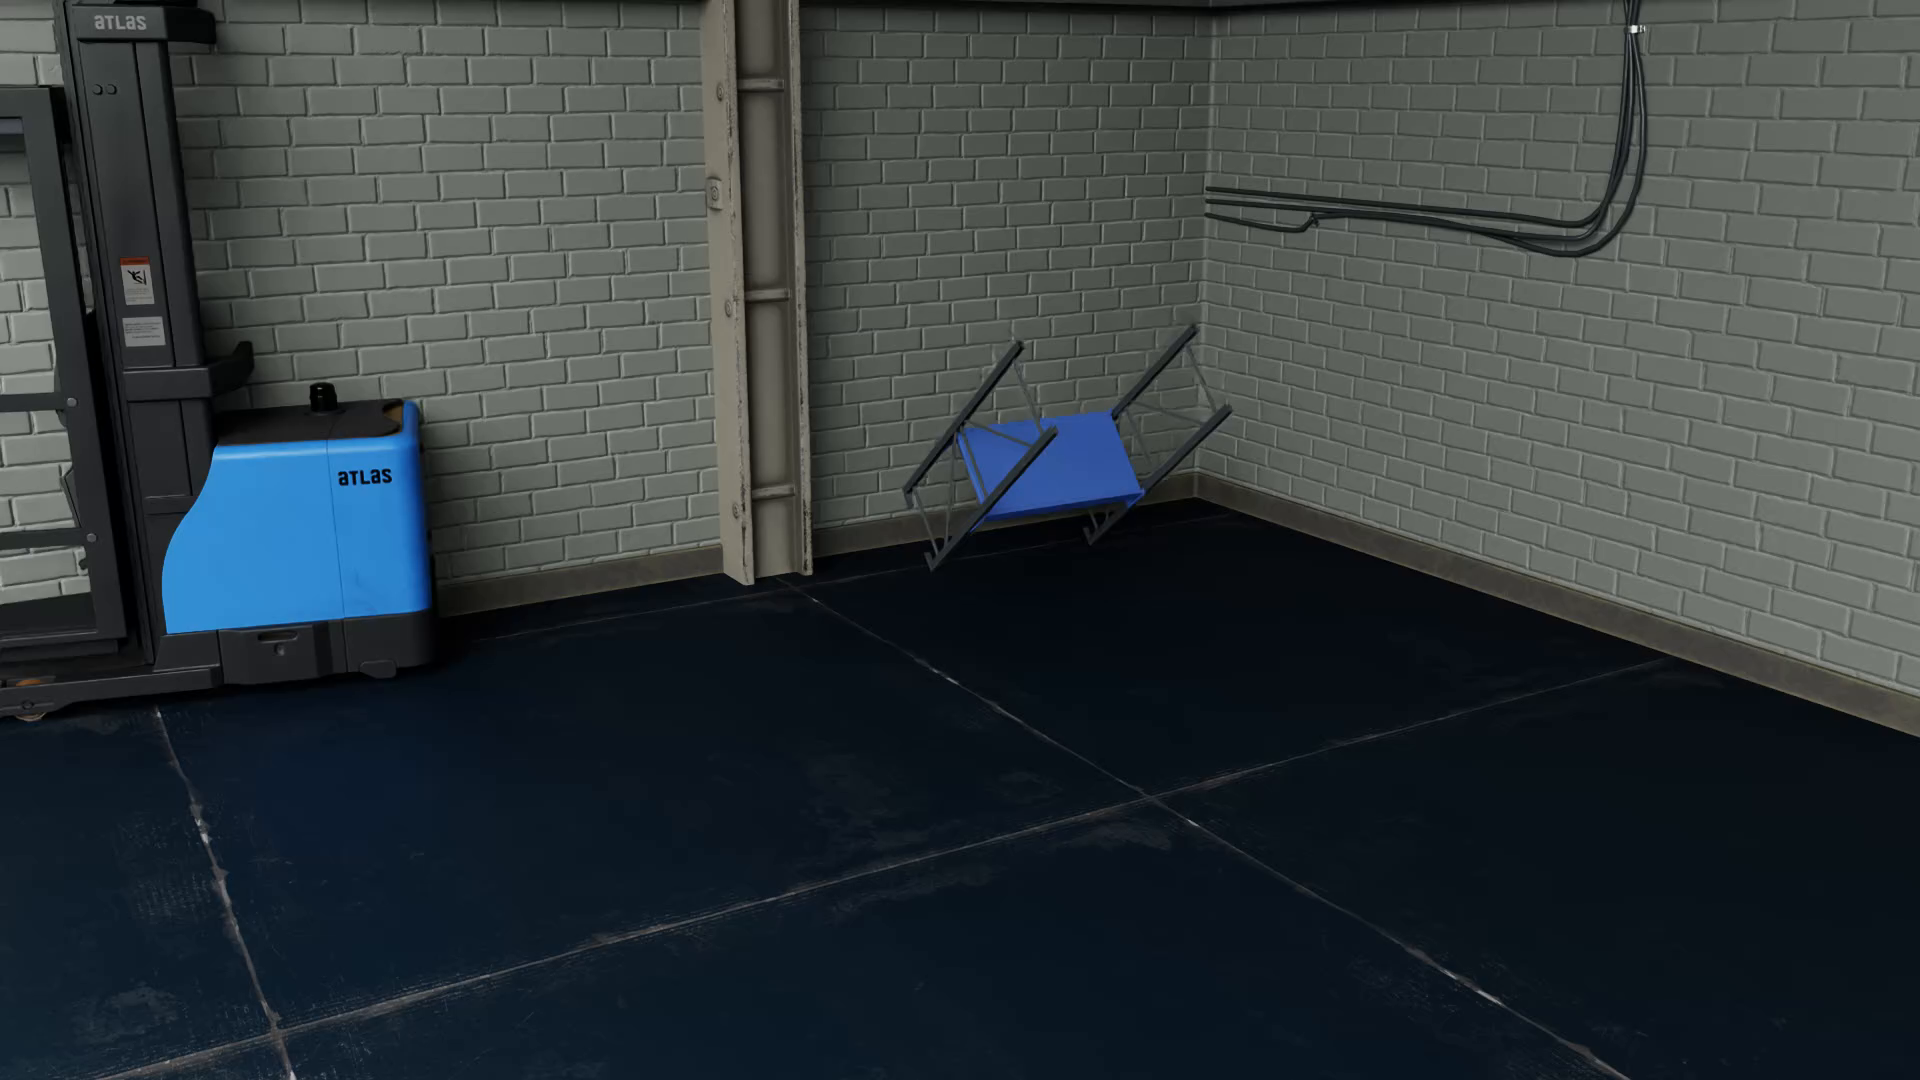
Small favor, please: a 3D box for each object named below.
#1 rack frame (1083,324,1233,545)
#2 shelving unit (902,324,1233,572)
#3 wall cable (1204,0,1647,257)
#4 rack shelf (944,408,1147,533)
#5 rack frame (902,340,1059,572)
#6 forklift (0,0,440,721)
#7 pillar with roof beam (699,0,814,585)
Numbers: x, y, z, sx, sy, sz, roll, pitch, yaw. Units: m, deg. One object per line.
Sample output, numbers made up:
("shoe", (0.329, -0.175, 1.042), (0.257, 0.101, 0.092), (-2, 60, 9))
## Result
("rack frame", (0.948, -0.521, 8.777), (0.032, 0.500, 1.500), (-9, -22, -29))
("shelving unit", (0.508, -0.452, 8.532), (1.048, 0.538, 1.500), (-9, -22, -29))
("wall cable", (2.188, -2.770, 8.371), (0.112, 2.526, 3.097), (-9, 18, -30))
("rack shelf", (0.439, -0.373, 8.678), (1.000, 0.538, 0.185), (-9, -22, -29))
("rack frame", (0.069, -0.383, 8.286), (0.032, 0.500, 1.500), (-9, -22, -29))
("forklift", (-3.859, -0.818, 6.898), (3.031, 2.935, 1.130), (-5, 16, -17))
("pillar with roof beam", (1.199, -3.165, 4.030), (0.400, 9.000, 9.100), (-9, 18, -30))
